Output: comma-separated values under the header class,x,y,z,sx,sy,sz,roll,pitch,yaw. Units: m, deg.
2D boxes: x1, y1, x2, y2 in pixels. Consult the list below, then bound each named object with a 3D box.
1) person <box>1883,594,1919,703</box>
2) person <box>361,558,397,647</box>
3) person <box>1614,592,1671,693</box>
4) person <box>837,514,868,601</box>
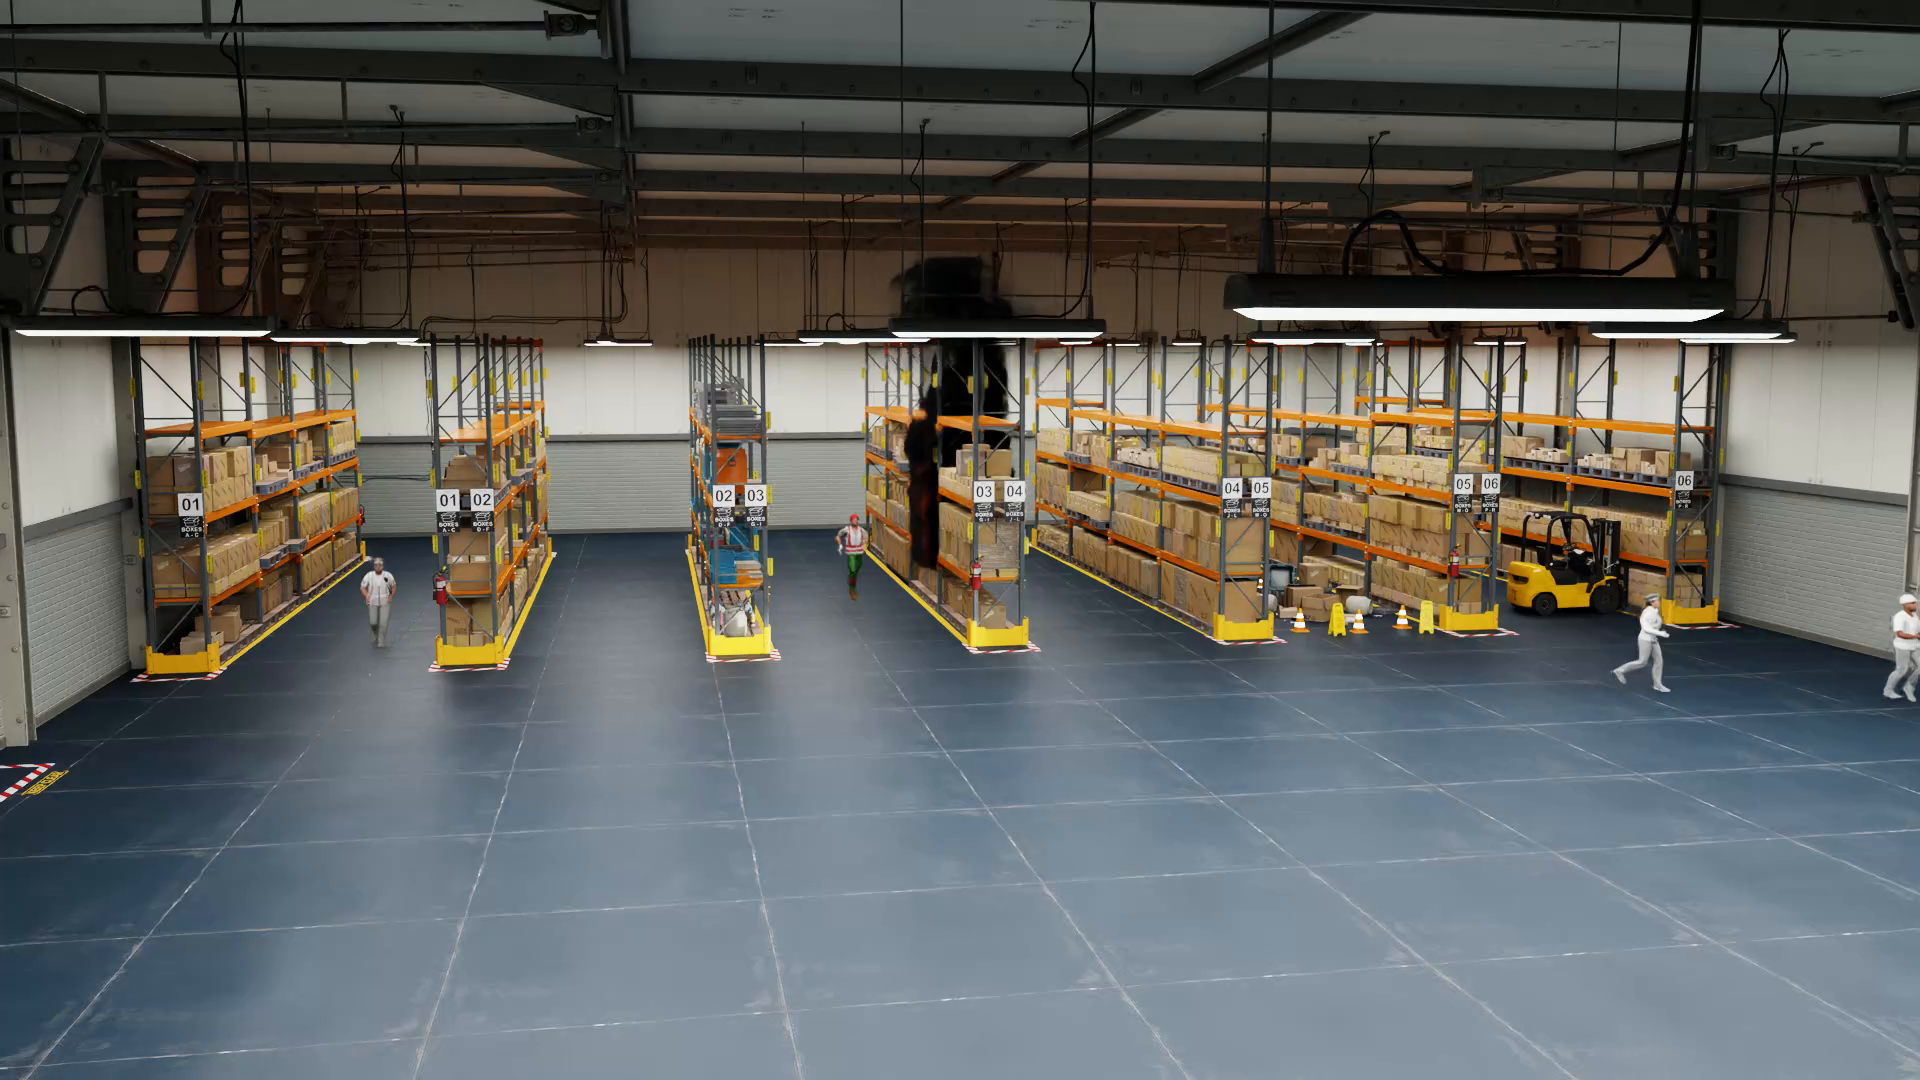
class,x,y,z,sx,sy,sz,roll,pitch,yaw
person,15.399,1.764,26.978,0.672,1.777,0.703,-3,7,-28
person,-11.172,1.196,31.996,0.644,1.737,0.595,-2,7,-20
person,11.507,1.698,27.928,0.878,1.676,0.600,5,8,35
person,-2.323,0.368,36.616,0.642,1.889,0.736,-3,7,-27
